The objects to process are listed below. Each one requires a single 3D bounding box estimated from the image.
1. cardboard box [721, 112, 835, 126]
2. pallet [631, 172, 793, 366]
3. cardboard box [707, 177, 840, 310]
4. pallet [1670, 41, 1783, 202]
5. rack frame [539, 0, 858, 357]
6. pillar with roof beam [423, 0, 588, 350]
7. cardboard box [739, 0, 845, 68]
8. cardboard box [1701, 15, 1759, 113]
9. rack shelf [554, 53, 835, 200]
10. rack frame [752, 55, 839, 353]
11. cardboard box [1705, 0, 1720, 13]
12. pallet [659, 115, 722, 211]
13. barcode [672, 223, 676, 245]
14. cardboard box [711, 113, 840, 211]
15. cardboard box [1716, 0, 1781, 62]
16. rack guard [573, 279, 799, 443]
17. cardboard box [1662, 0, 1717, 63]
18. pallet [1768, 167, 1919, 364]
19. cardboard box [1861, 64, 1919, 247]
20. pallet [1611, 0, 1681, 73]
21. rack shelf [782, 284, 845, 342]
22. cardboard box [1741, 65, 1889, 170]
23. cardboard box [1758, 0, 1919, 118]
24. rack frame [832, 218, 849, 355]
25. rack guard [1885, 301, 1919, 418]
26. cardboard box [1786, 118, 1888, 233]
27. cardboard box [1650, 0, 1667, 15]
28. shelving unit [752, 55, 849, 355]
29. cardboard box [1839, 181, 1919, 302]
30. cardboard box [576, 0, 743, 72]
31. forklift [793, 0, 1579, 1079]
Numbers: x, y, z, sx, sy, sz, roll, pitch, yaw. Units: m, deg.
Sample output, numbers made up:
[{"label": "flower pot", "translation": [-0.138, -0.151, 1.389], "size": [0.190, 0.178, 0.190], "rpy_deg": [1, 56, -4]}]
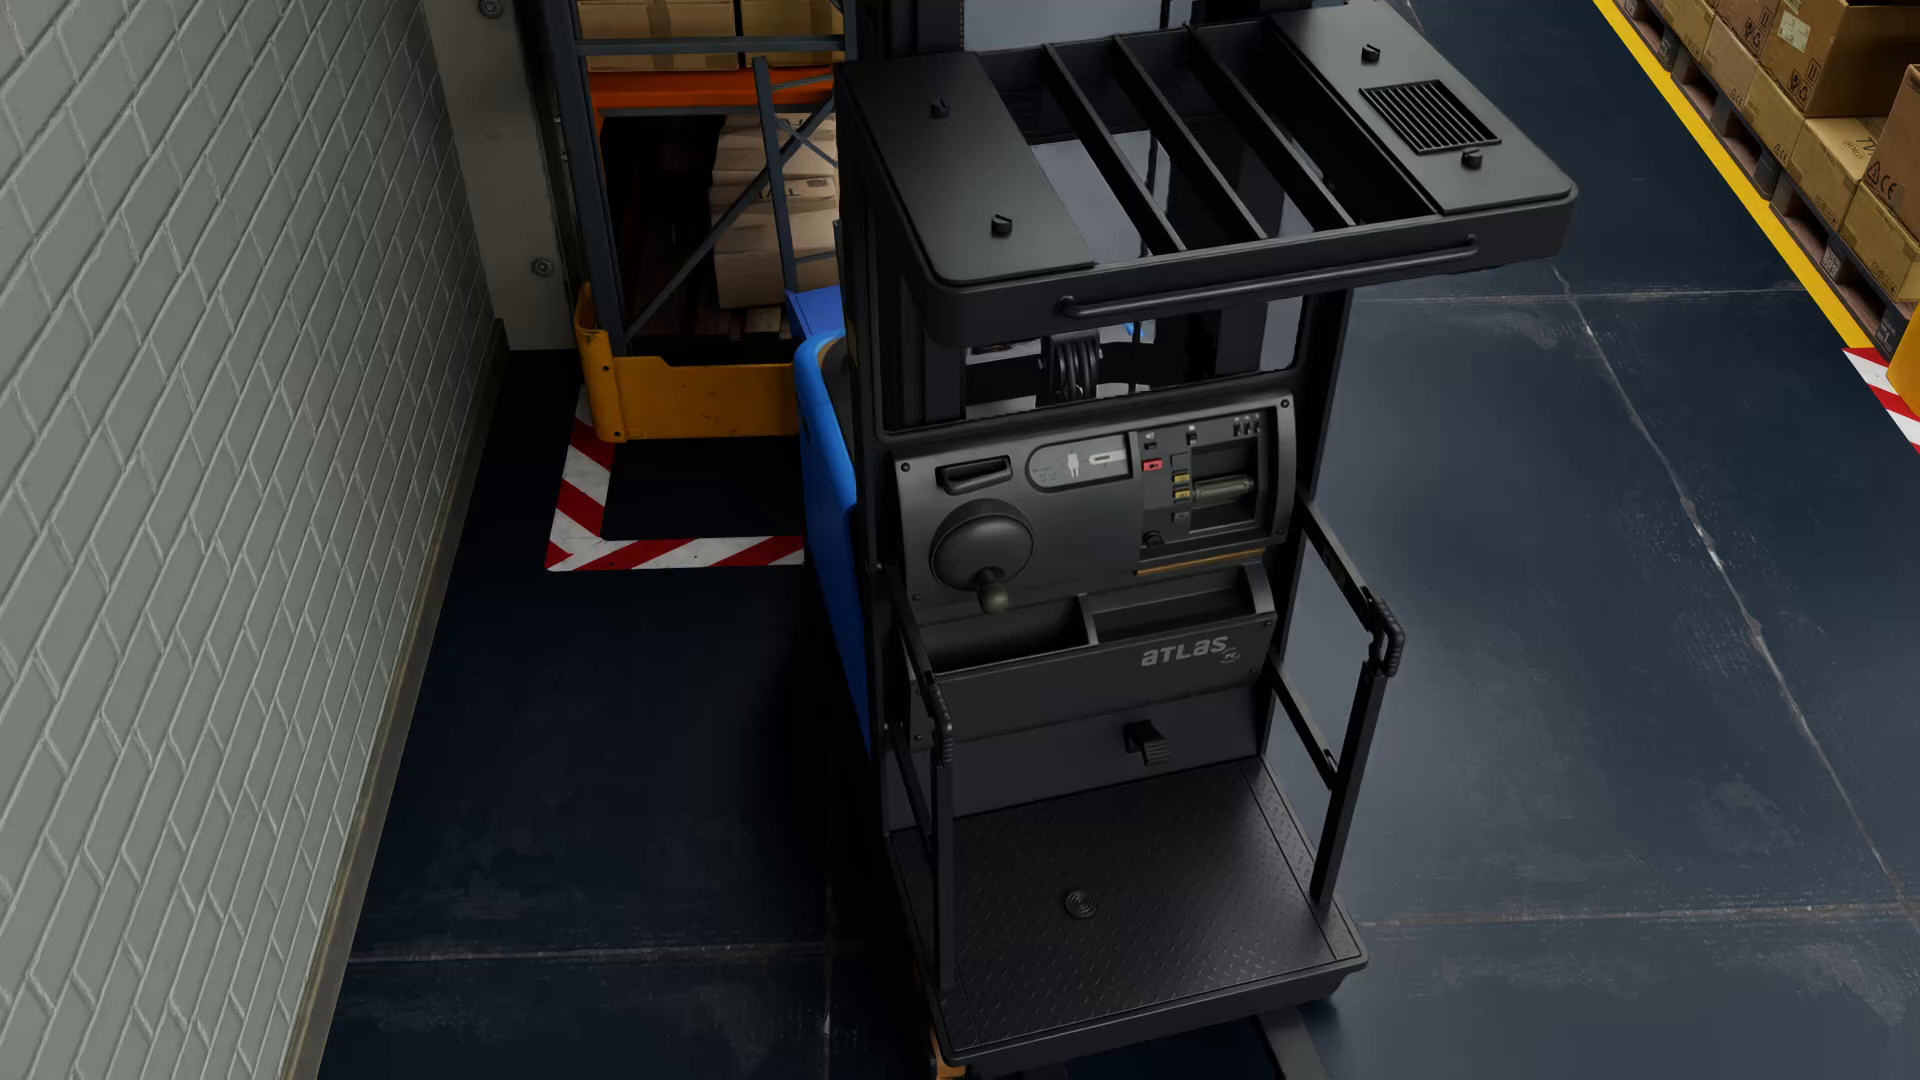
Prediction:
[{"label": "cardboard box", "translation": [-0.721, -2.138, 7.387], "size": [0.700, 0.500, 0.500], "rpy_deg": [-4, 43, -4]}, {"label": "pallet", "translation": [-0.779, -1.119, 6.814], "size": [1.003, 0.211, 1.213], "rpy_deg": [-2, 43, -2]}, {"label": "cardboard box", "translation": [-0.716, -1.186, 6.489], "size": [0.500, 0.311, 0.500], "rpy_deg": [-6, 43, -7]}, {"label": "pallet", "translation": [4.050, -1.999, 7.775], "size": [1.003, 0.211, 1.213], "rpy_deg": [-2, 43, -2]}, {"label": "rack frame", "translation": [-0.776, -1.546, 5.216], "size": [1.000, 3.000, 0.127], "rpy_deg": [-2, 43, -2]}, {"label": "pillar with roof beam", "translation": [2.631, -4.329, 3.813], "size": [9.100, 9.000, 0.400], "rpy_deg": [-2, 43, -2]}, {"label": "cardboard box", "translation": [-0.480, -1.836, 5.630], "size": [0.500, 0.250, 0.500], "rpy_deg": [-3, 43, -3]}, {"label": "cardboard box", "translation": [3.779, -2.197, 7.652], "size": [0.500, 0.250, 0.500], "rpy_deg": [-2, 43, -2]}, {"label": "rack shelf", "translation": [-0.861, -2.631, 6.933], "size": [1.077, 0.370, 4.000], "rpy_deg": [-2, 43, -2]}, {"label": "rack frame", "translation": [-0.365, -0.991, 5.690], "size": [0.500, 1.500, 0.032], "rpy_deg": [-14, 43, -11]}, {"label": "cardboard box", "translation": [3.752, -2.811, 7.766], "size": [0.500, 0.500, 0.500], "rpy_deg": [-2, 43, -2]}, {"label": "pallet", "translation": [-0.828, -1.940, 7.710], "size": [1.003, 0.211, 1.213], "rpy_deg": [-2, 43, -2]}, {"label": "barcode", "translation": [-1.116, -1.191, 6.486], "size": [0.001, 0.075, 0.075], "rpy_deg": [-2, 43, -2]}, {"label": "cardboard box", "translation": [-0.740, -1.571, 6.909], "size": [0.500, 0.311, 0.500], "rpy_deg": [2, 43, 2]}, {"label": "cardboard box", "translation": [3.776, -2.474, 7.398], "size": [0.500, 0.500, 0.500], "rpy_deg": [-2, 43, -2]}, {"label": "rack guard", "translation": [-0.780, -0.676, 6.117], "size": [1.175, 0.500, 0.348], "rpy_deg": [-2, 43, -2]}, {"label": "cardboard box", "translation": [3.752, -2.535, 8.020], "size": [0.500, 0.250, 0.500], "rpy_deg": [-2, 43, -2]}, {"label": "pallet", "translation": [4.098, -1.178, 6.878], "size": [1.003, 0.211, 1.213], "rpy_deg": [-2, 43, -2]}, {"label": "cardboard box", "translation": [3.853, -1.462, 6.294], "size": [0.500, 0.500, 0.500], "rpy_deg": [-2, 43, -2]}, {"label": "pallet", "translation": [3.995, -2.825, 8.675], "size": [1.003, 0.211, 1.213], "rpy_deg": [-2, 43, -2]}, {"label": "rack shelf", "translation": [-0.203, -0.537, 5.449], "size": [0.538, 0.185, 1.000], "rpy_deg": [-14, 43, -11]}, {"label": "cardboard box", "translation": [3.798, -1.860, 7.283], "size": [0.500, 0.250, 0.500], "rpy_deg": [-2, 43, -2]}, {"label": "cardboard box", "translation": [3.796, -2.136, 7.030], "size": [0.500, 0.500, 0.500], "rpy_deg": [-2, 43, -2]}, {"label": "rack frame", "translation": [-0.059, -0.348, 4.965], "size": [0.500, 1.500, 0.032], "rpy_deg": [-14, 43, -11]}, {"label": "rack guard", "translation": [4.174, -0.753, 6.201], "size": [1.175, 0.500, 0.348], "rpy_deg": [-2, 43, -2]}, {"label": "cardboard box", "translation": [3.822, -1.522, 6.915], "size": [0.500, 0.250, 0.500], "rpy_deg": [-2, 43, -2]}, {"label": "cardboard box", "translation": [3.736, -2.873, 8.388], "size": [0.500, 0.250, 0.500], "rpy_deg": [-2, 43, -2]}, {"label": "shelving unit", "translation": [-0.212, -0.669, 5.328], "size": [0.538, 1.500, 1.048], "rpy_deg": [-14, 43, -11]}, {"label": "cardboard box", "translation": [3.855, -1.185, 6.547], "size": [0.500, 0.250, 0.500], "rpy_deg": [-2, 43, -2]}, {"label": "cardboard box", "translation": [-0.990, -1.808, 5.599], "size": [0.500, 0.250, 0.500], "rpy_deg": [-1, 43, -1]}, {"label": "forklift", "translation": [0.371, -0.001, 3.582], "size": [1.130, 2.935, 3.031], "rpy_deg": [-10, 43, -11]}]
